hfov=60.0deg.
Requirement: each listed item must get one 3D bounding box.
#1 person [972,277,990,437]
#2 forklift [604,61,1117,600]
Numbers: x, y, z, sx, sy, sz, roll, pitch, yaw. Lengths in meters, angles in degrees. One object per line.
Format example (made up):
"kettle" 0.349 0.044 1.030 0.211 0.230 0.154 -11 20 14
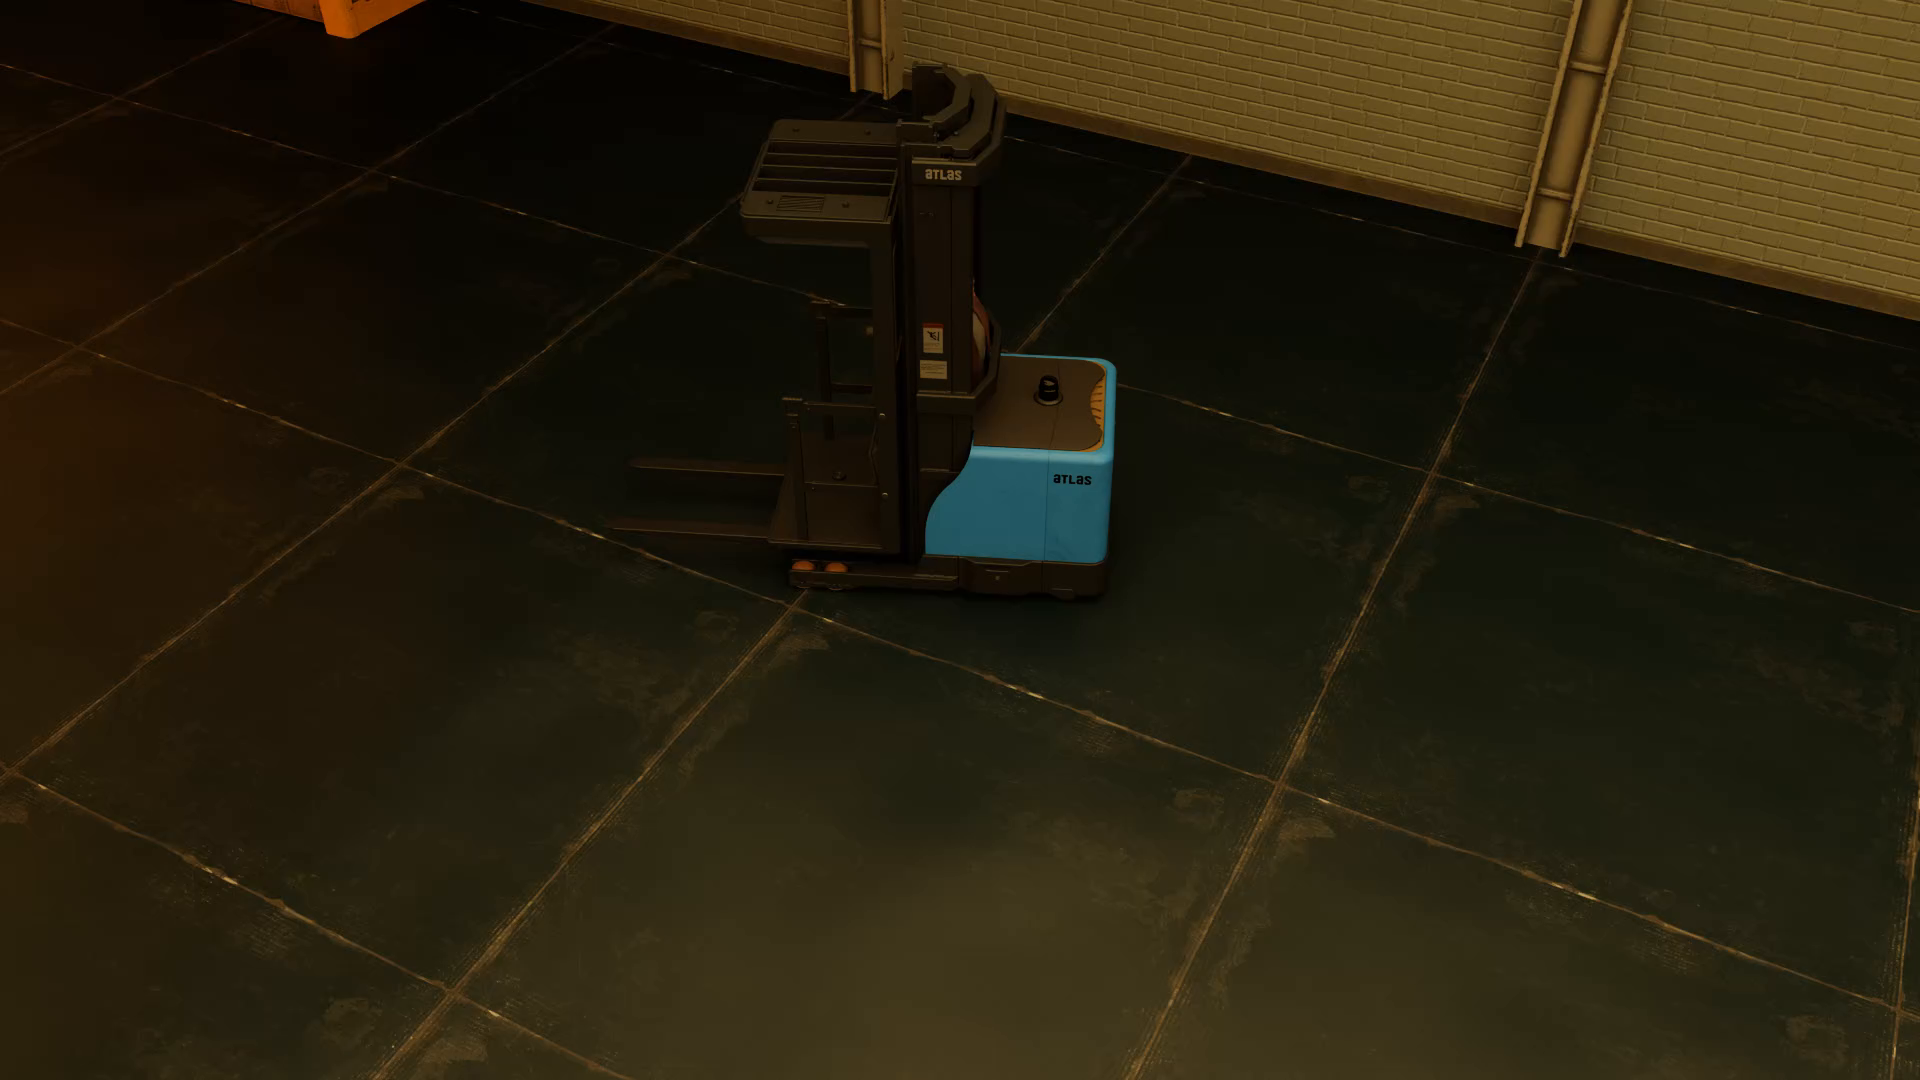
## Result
"person" 0.000 -0.834 9.557 0.324 1.705 0.563 18 43 21
"forklift" -0.606 -1.157 9.360 3.031 2.935 1.130 3 40 4
